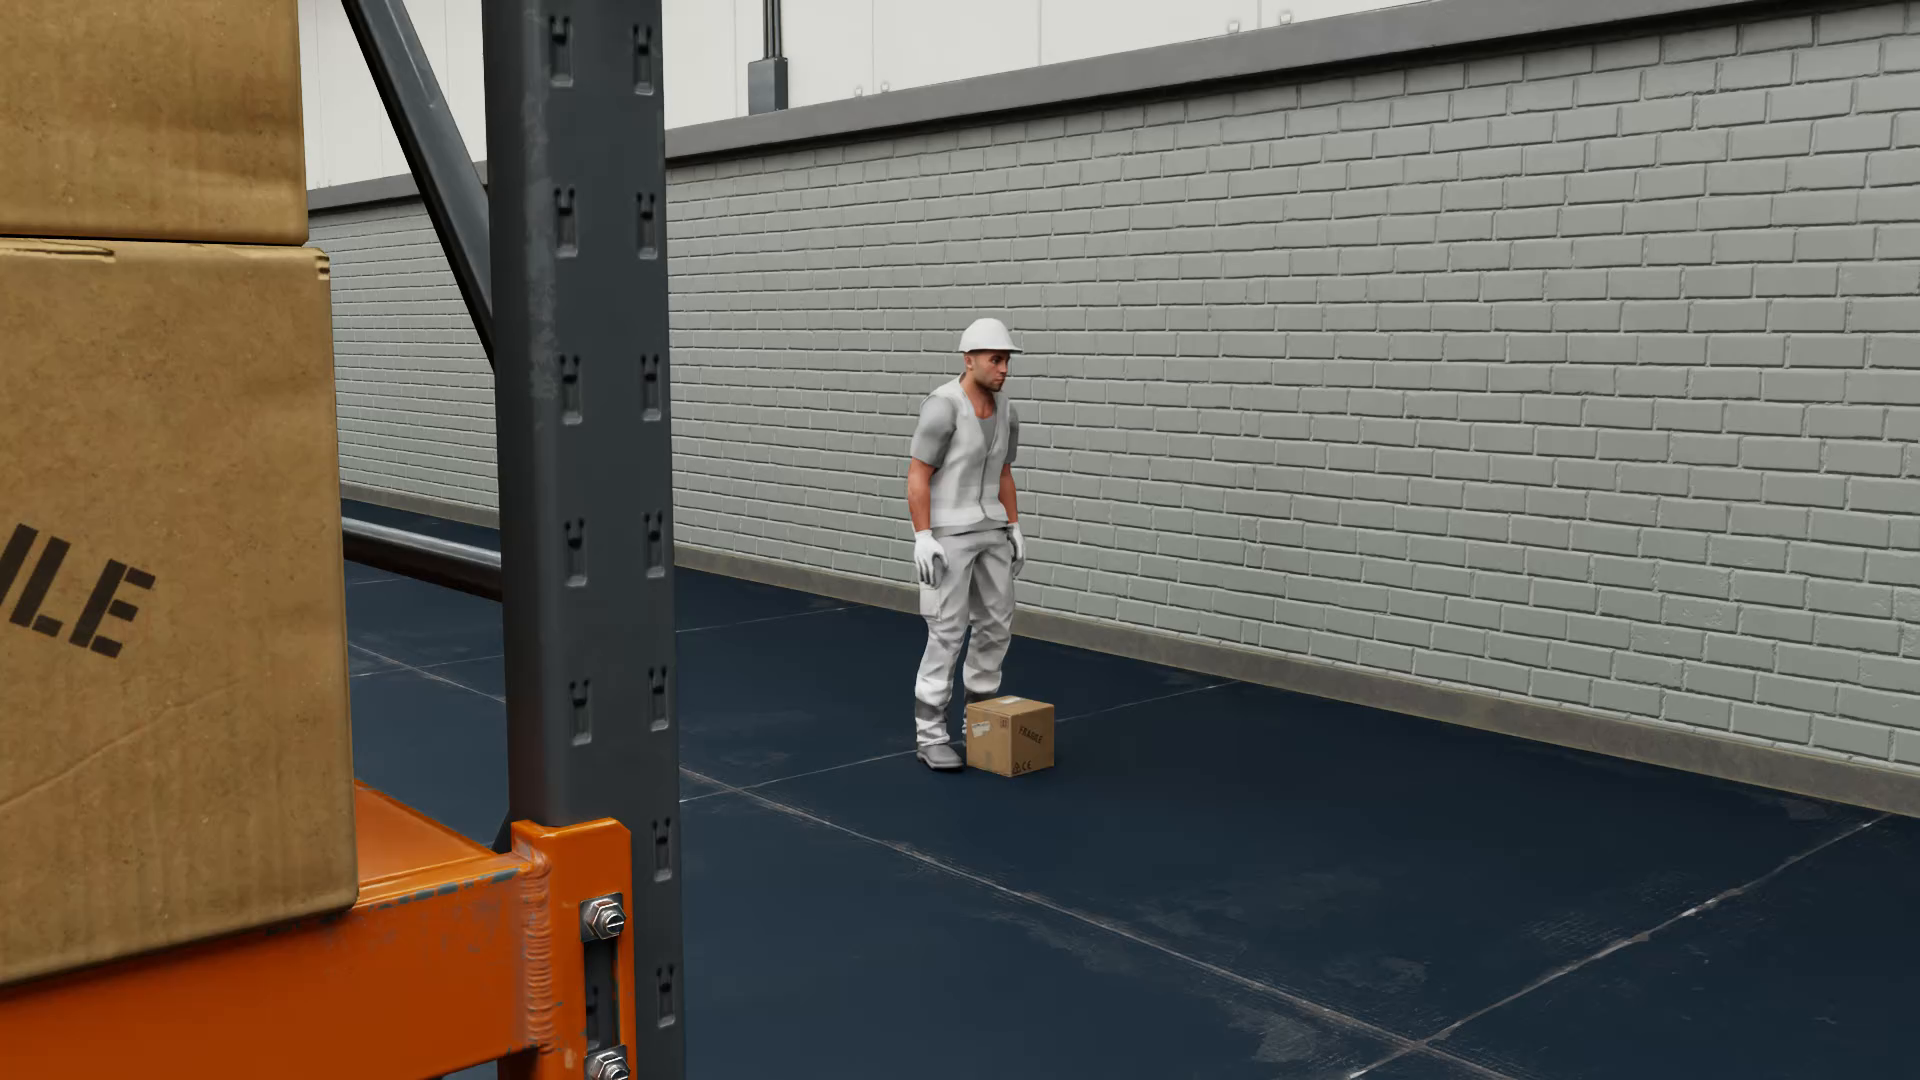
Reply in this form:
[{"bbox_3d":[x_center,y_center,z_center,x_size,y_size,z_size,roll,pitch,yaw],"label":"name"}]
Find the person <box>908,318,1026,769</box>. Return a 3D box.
[{"bbox_3d":[0.046,0.003,6.702,0.608,1.777,0.453,-7,10,-44],"label":"person"}]
